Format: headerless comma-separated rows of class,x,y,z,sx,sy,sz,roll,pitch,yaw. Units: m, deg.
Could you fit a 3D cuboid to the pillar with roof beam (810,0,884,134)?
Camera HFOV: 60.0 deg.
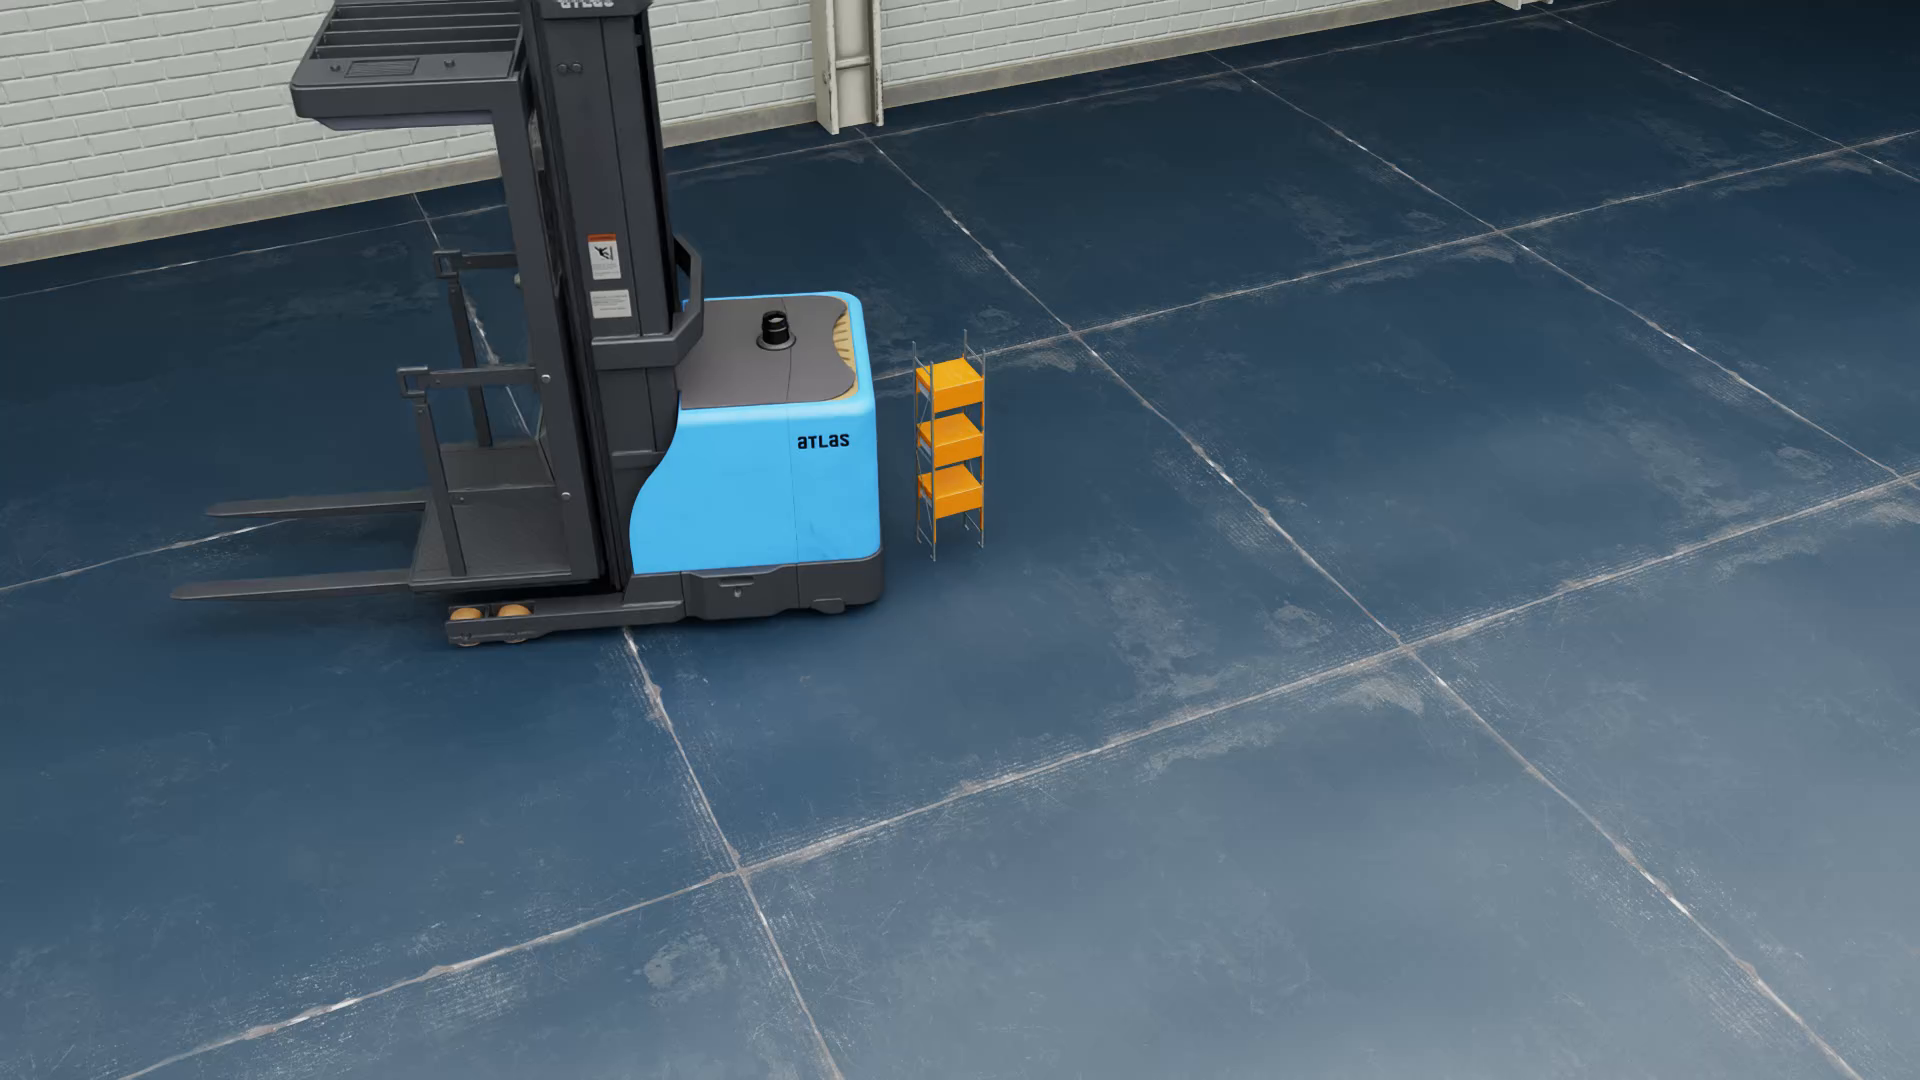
pillar with roof beam,1.053,-4.241,5.914,0.400,9.000,9.100,-16,39,-20

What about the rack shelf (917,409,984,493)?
rack shelf,-0.048,-0.400,7.425,0.240,0.259,0.215,-16,39,-20

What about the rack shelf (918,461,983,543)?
rack shelf,-0.048,-0.176,7.591,0.240,0.259,0.215,-16,39,-20

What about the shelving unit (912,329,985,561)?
shelving unit,-0.048,-0.408,7.419,0.252,1.050,0.215,-16,39,-20

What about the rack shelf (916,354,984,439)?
rack shelf,-0.048,-0.628,7.256,0.240,0.259,0.215,-16,39,-20

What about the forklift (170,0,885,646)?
forklift,-1.886,-1.055,6.712,3.031,2.935,1.130,-4,37,-5

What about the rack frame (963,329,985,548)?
rack frame,0.062,-0.439,7.461,0.008,1.050,0.200,-16,39,-20

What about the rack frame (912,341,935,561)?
rack frame,-0.159,-0.377,7.377,0.008,1.050,0.200,-16,39,-20
